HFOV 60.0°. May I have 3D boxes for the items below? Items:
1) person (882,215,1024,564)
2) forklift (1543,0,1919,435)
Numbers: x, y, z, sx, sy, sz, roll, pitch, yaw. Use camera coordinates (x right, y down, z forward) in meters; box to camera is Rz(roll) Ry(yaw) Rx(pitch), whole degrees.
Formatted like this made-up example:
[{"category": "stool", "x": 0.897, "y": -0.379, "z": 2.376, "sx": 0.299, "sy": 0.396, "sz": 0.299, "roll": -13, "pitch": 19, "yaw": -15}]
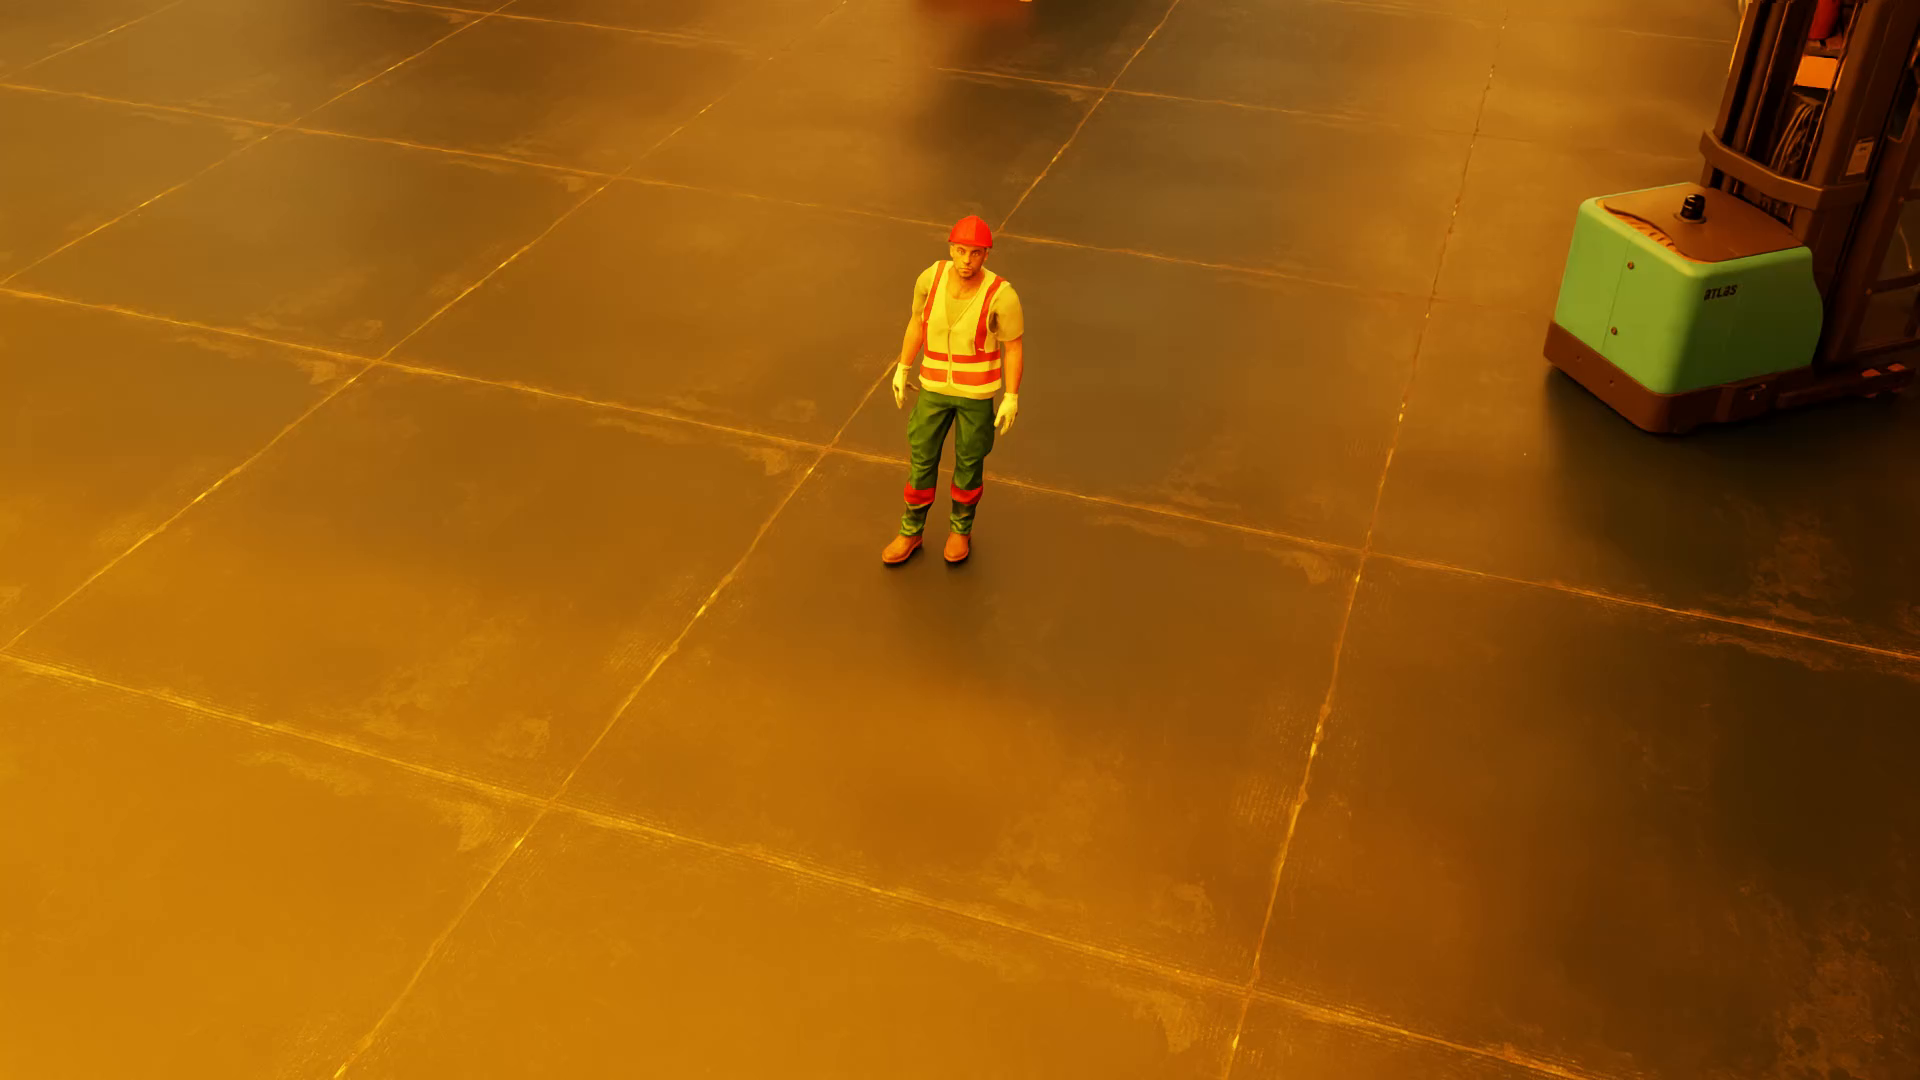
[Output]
[{"category": "person", "x": -0.039, "y": -0.695, "z": 8.065, "sx": 0.637, "sy": 1.787, "sz": 0.564, "roll": 12, "pitch": 37, "yaw": 16}, {"category": "forklift", "x": 5.118, "y": -2.309, "z": 9.368, "sx": 3.031, "sy": 2.935, "sz": 1.130, "roll": -12, "pitch": 37, "yaw": -16}]
